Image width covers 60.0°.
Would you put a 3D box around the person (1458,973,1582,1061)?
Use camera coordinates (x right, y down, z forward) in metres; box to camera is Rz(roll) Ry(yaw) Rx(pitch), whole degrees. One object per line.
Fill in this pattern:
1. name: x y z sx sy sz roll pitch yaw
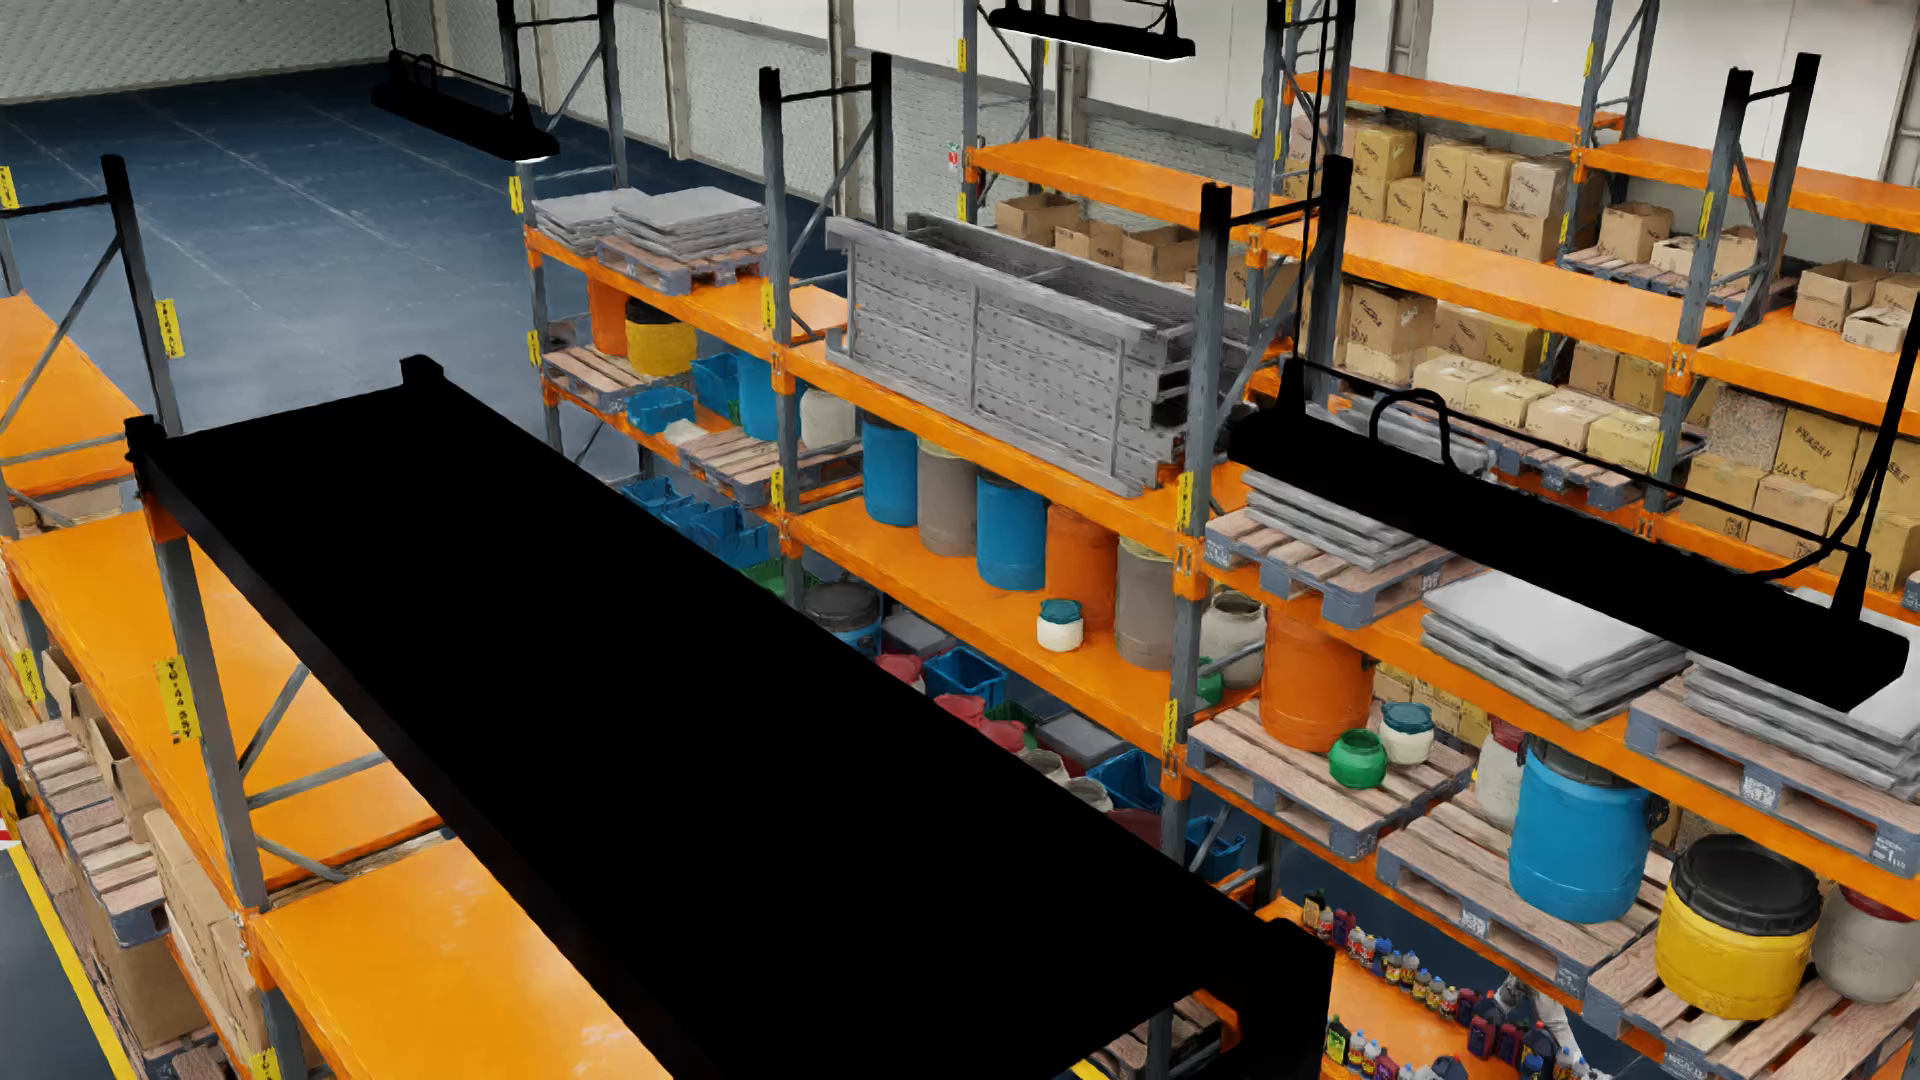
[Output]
1. person: 3.704 2.684 10.735 0.550 1.709 1.128 -21 33 -36
